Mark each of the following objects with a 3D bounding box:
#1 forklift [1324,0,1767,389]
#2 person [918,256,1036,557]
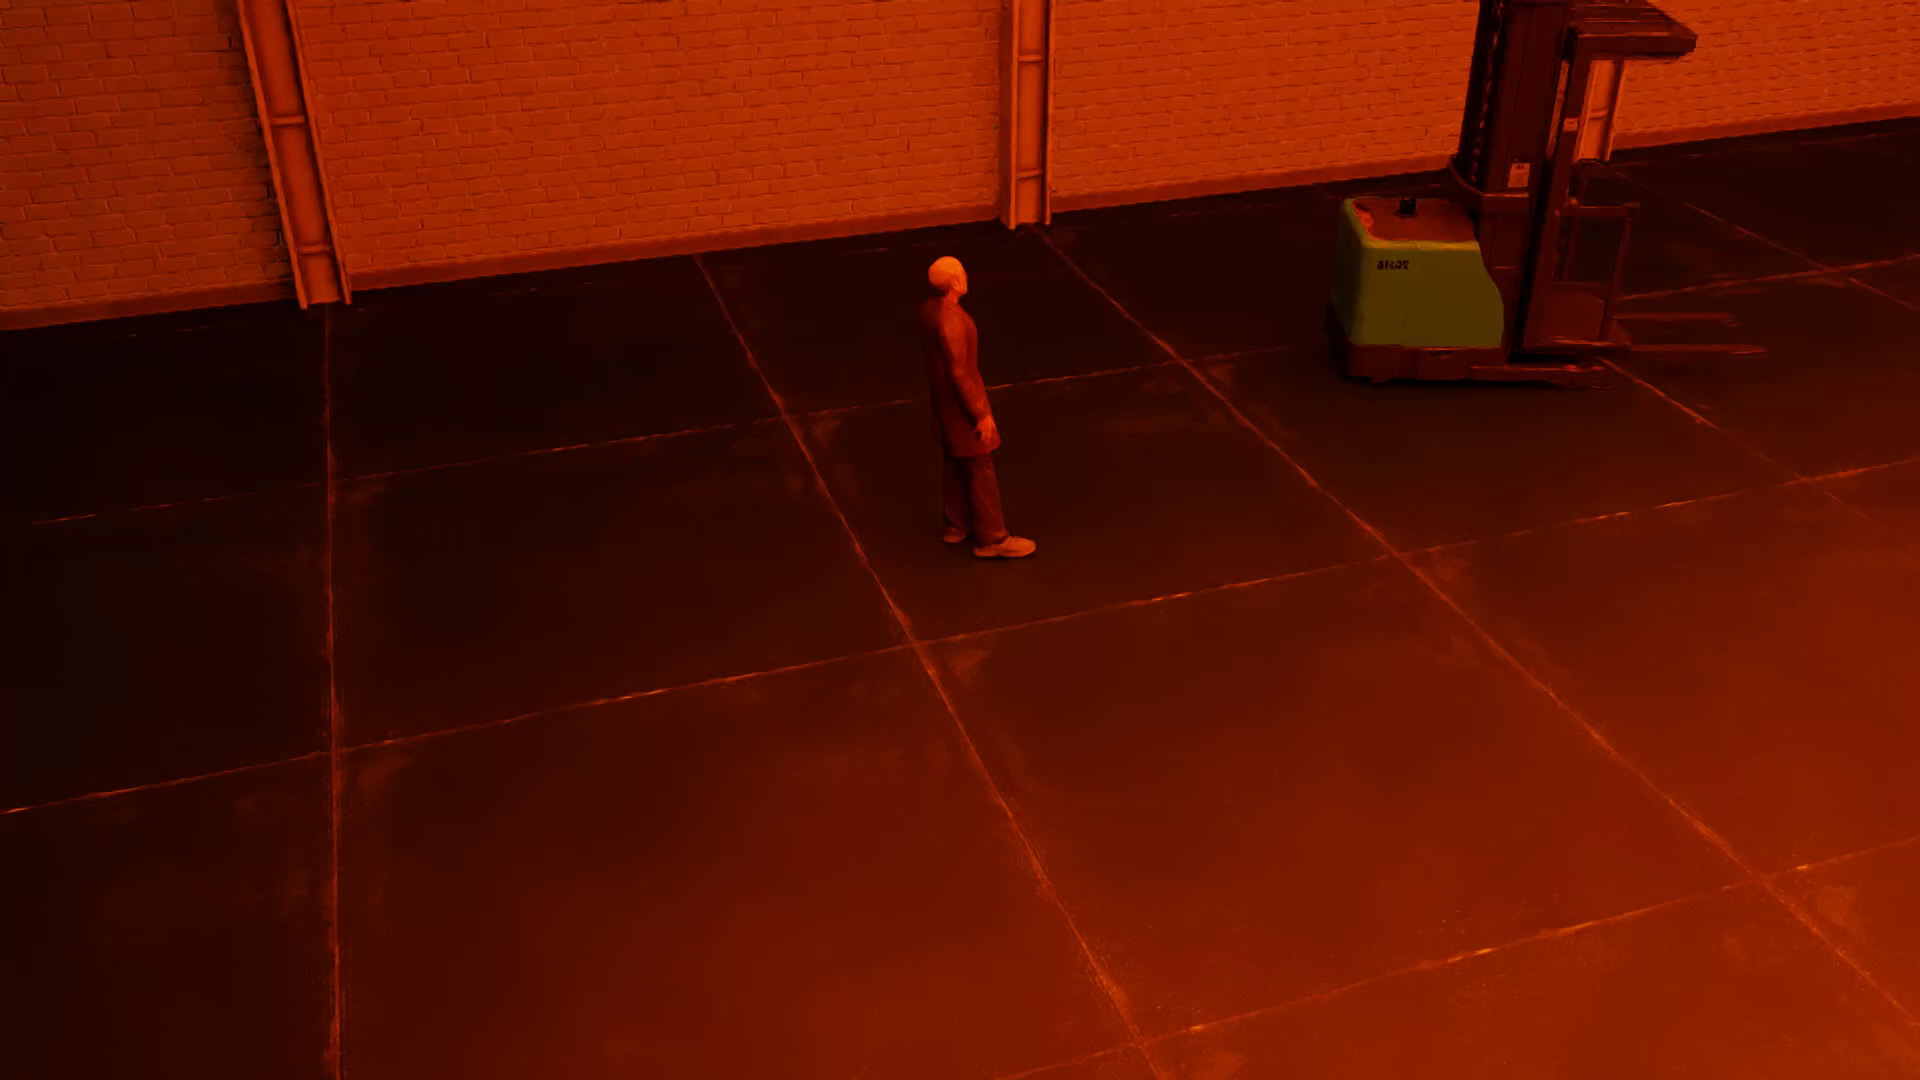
[{"bbox_3d":[4.293,-2.619,11.640,3.031,2.935,1.130,1,30,1],"label":"forklift"},{"bbox_3d":[0.091,-0.789,9.601,0.575,1.776,0.694,-10,31,-16],"label":"person"}]
